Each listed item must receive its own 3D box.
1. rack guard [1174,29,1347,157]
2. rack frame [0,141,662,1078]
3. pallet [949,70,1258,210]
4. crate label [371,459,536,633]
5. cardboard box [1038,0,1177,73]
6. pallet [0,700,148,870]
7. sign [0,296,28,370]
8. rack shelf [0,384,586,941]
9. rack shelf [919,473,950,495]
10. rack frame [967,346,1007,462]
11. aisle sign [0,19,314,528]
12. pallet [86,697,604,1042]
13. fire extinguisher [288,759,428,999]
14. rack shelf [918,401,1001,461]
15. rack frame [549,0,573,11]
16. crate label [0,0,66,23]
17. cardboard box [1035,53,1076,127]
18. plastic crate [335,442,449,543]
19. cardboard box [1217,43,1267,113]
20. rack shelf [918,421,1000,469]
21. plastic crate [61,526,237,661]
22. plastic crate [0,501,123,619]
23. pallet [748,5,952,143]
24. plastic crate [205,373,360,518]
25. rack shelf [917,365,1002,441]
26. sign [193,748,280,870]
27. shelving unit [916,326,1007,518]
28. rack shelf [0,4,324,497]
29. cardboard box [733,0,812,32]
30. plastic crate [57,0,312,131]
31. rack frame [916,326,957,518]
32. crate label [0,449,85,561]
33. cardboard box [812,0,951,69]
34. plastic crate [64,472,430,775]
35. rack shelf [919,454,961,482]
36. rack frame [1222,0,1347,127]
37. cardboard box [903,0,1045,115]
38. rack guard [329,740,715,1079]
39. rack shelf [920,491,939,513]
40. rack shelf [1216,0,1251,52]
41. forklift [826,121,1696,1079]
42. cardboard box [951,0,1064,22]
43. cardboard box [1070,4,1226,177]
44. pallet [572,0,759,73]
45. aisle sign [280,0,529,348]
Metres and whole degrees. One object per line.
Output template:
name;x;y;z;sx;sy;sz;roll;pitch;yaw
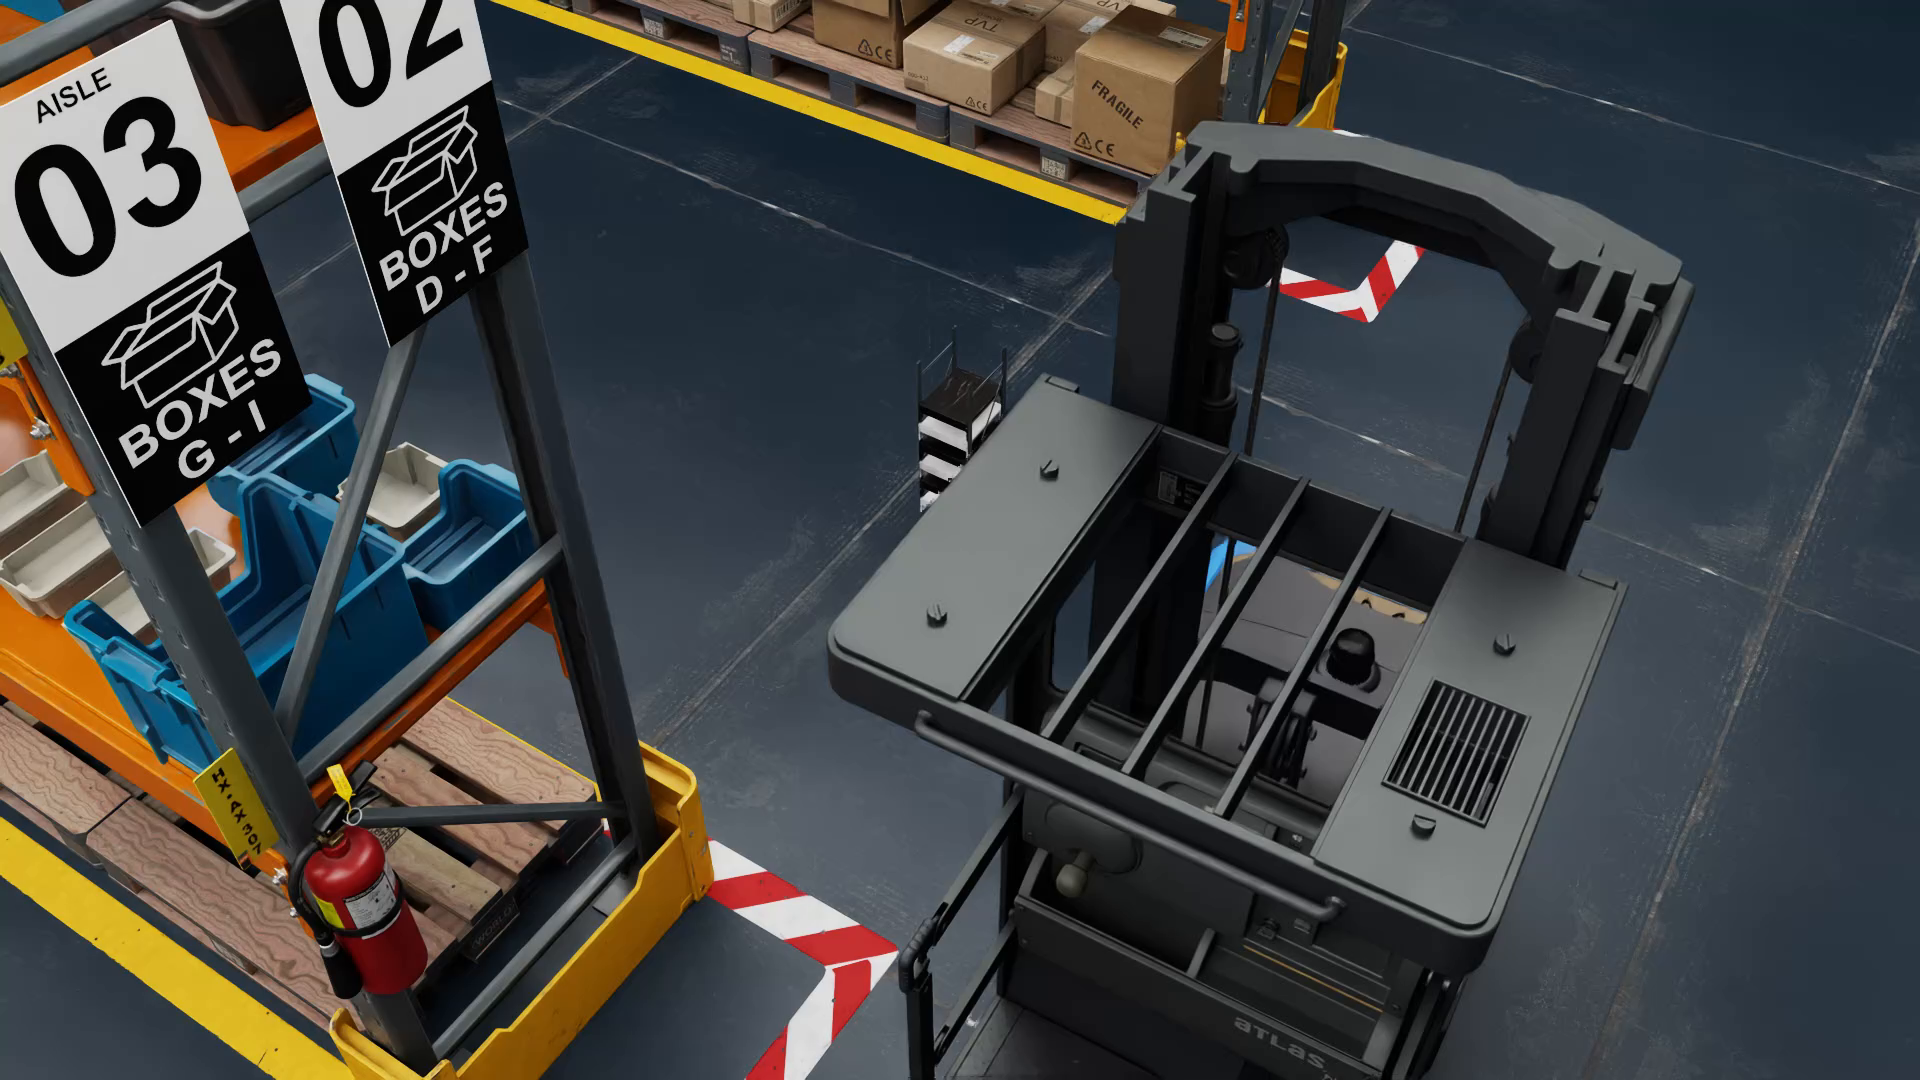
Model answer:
rack guard;1.380;-1.860;7.709;0.348;0.500;1.175;25;51;22
rack frame;-1.233;0.287;3.880;0.127;3.000;1.000;25;51;22
pallet;0.709;-2.068;8.112;1.213;0.211;1.003;25;51;22
crate label;-1.263;0.030;4.204;0.303;0.233;0.416;25;51;22
cardboard box;0.719;-2.473;8.172;0.500;0.250;0.500;25;51;22
pallet;-2.929;0.443;5.672;1.213;0.211;1.003;25;51;22
sign;-1.516;-0.384;2.513;0.005;0.325;0.100;25;51;22
rack shelf;-2.917;-0.237;4.890;4.000;0.370;1.077;25;51;22
rack shelf;0.007;-0.225;6.013;0.200;0.077;0.258;25;51;22
rack frame;0.092;-0.271;5.886;0.006;0.900;0.240;25;51;22
aisle sign;-1.331;-0.415;2.749;0.004;0.787;0.394;25;51;22
pallet;-1.906;0.916;5.213;1.213;0.211;1.003;25;51;22
fire extinguisher;-1.351;0.776;3.718;0.183;0.674;0.296;25;51;22
rack shelf;0.007;-0.413;5.819;0.200;0.077;0.258;25;51;22
rack frame;-1.923;-4.251;8.289;0.127;3.000;1.000;25;51;22
crate label;-1.835;-1.259;3.394;0.502;0.251;0.408;25;51;22
cardboard box;0.561;-2.141;7.908;0.250;0.166;0.380;25;51;22
plastic crate;-1.488;-0.111;4.408;0.298;0.136;0.250;25;51;22
cardboard box;1.277;-2.231;8.008;0.250;0.149;0.380;25;51;22
rack shelf;0.007;-0.350;5.884;0.200;0.077;0.258;25;51;22
plastic crate;-2.017;0.151;4.153;0.243;0.136;0.396;25;51;22
plastic crate;-2.253;0.030;4.271;0.243;0.136;0.396;25;51;22
pallet;-0.314;-2.541;8.572;1.213;0.211;1.003;25;51;22
plastic crate;-1.817;-0.225;4.452;0.300;0.233;0.416;25;51;22
rack shelf;0.007;-0.475;5.754;0.200;0.077;0.258;25;51;22
sign;-1.516;0.568;3.493;0.005;0.325;0.100;25;51;22
shelving unit;0.007;-0.310;5.924;0.210;0.900;0.258;25;51;22
rack shelf;-2.917;-1.282;3.815;4.000;0.370;1.077;25;51;22
cardboard box;-0.953;-2.795;8.543;0.250;0.166;0.380;25;51;22
plastic crate;-1.407;-1.030;3.159;0.590;0.269;0.497;25;51;22
rack frame;-0.079;-0.350;5.962;0.006;0.900;0.240;25;51;22
crate label;-2.501;-0.063;4.361;0.243;0.136;0.396;25;51;22
cardboard box;-0.339;-2.810;8.323;0.637;0.503;0.797;25;51;22
plastic crate;-1.616;0.237;3.862;0.499;0.435;0.616;25;51;22
rack shelf;0.007;-0.287;5.948;0.200;0.077;0.258;25;51;22
rack frame;1.444;-2.702;6.784;0.127;3.000;1.000;25;51;22
cardboard box;0.070;-2.345;8.048;0.500;0.250;0.500;25;51;22
rack guard;-1.206;1.159;4.775;0.348;0.500;1.175;25;51;22
rack shelf;0.007;-0.162;6.077;0.200;0.077;0.258;25;51;22
rack shelf;-0.239;-3.226;7.795;4.000;0.370;1.077;25;51;22
forklift;0.469;0.786;3.442;1.130;2.935;3.031;22;50;20
cardboard box;0.298;-2.666;8.360;0.500;0.250;0.500;25;51;22
cardboard box;0.854;-2.046;7.583;0.500;0.500;0.500;25;51;22
pallet;-1.345;-3.012;9.030;1.213;0.211;1.003;25;51;22
aisle sign;-1.012;-0.771;3.095;0.004;0.787;0.394;25;51;22
